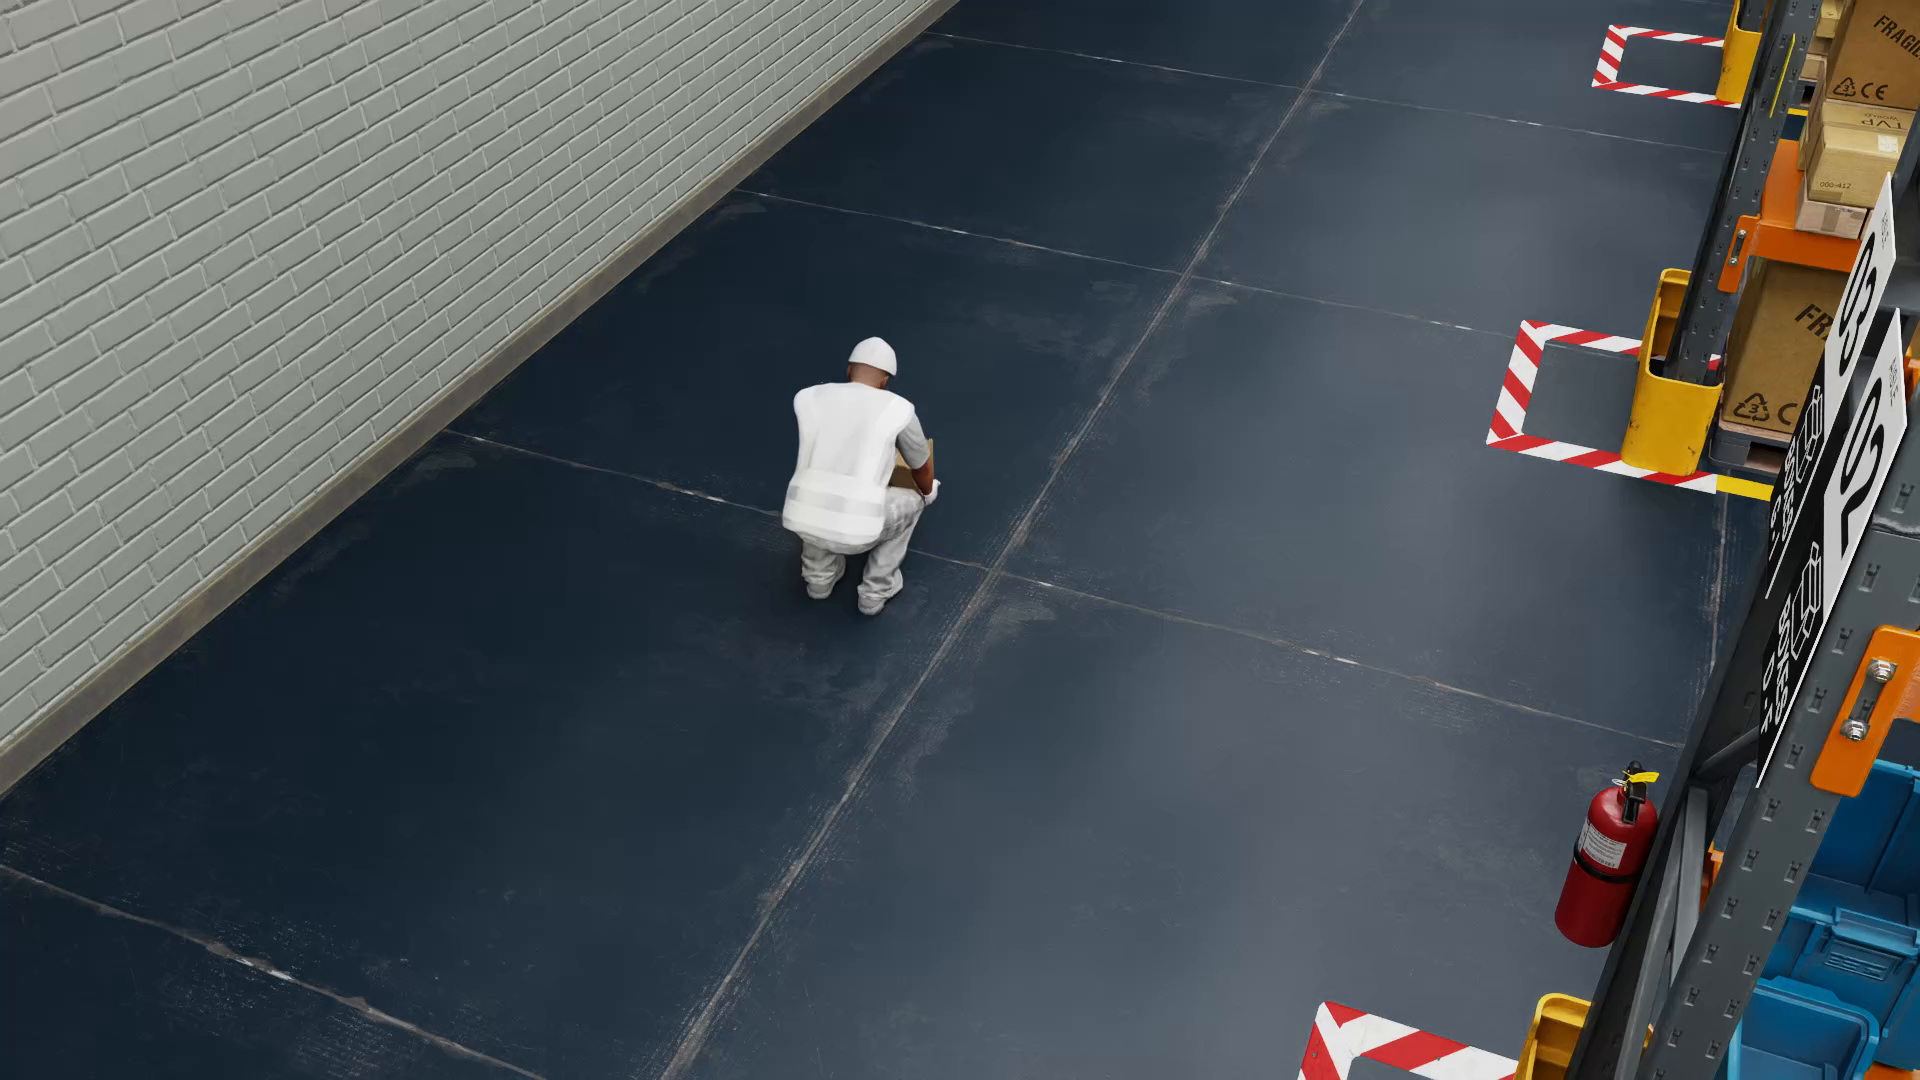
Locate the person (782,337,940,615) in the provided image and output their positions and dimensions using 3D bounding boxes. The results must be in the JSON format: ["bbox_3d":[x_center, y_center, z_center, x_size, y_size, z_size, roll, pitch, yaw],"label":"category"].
[{"bbox_3d":[-0.455,-0.265,7.126,0.575,1.014,0.911,14,39,18],"label":"person"}]
